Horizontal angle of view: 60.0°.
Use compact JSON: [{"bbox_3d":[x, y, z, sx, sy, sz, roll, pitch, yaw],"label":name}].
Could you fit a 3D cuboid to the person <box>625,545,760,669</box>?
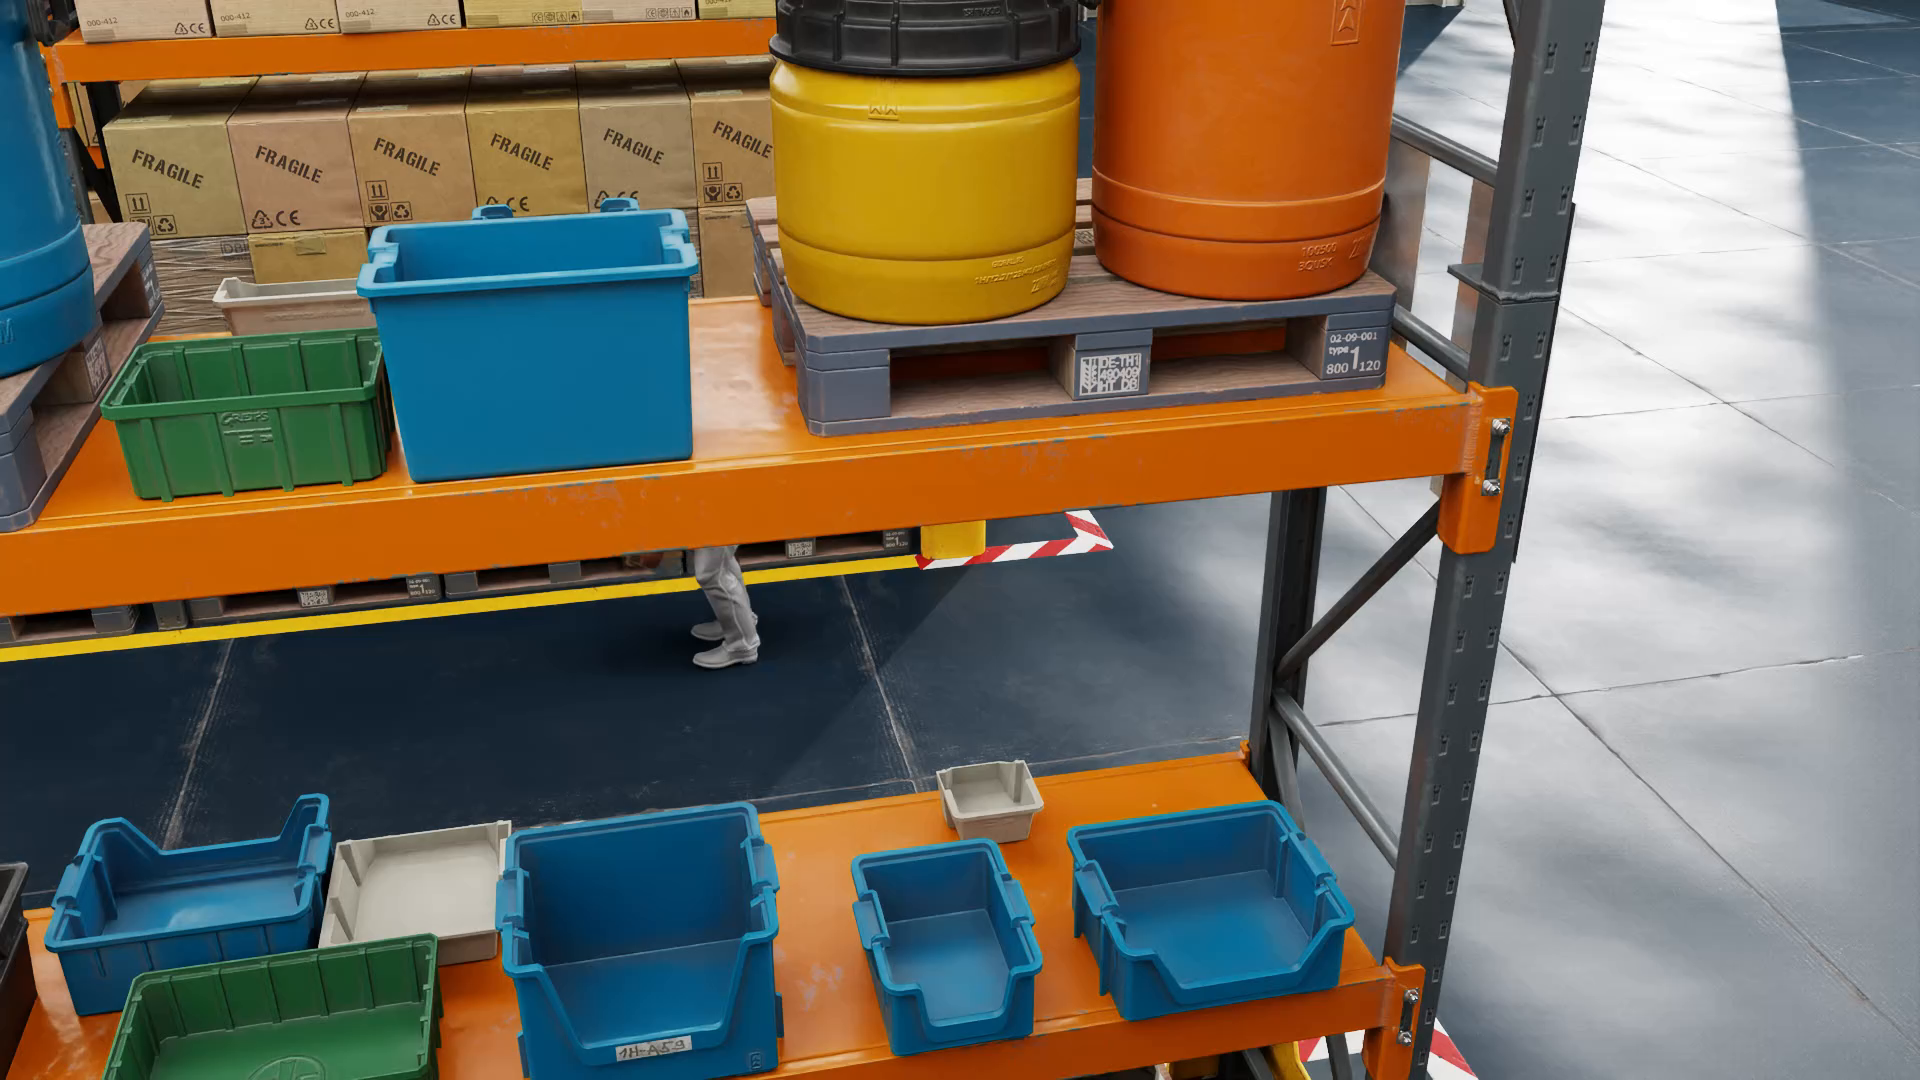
[{"bbox_3d":[-1.298,-0.123,7.640,0.842,1.490,0.475,-5,27,-10],"label":"person"}]
